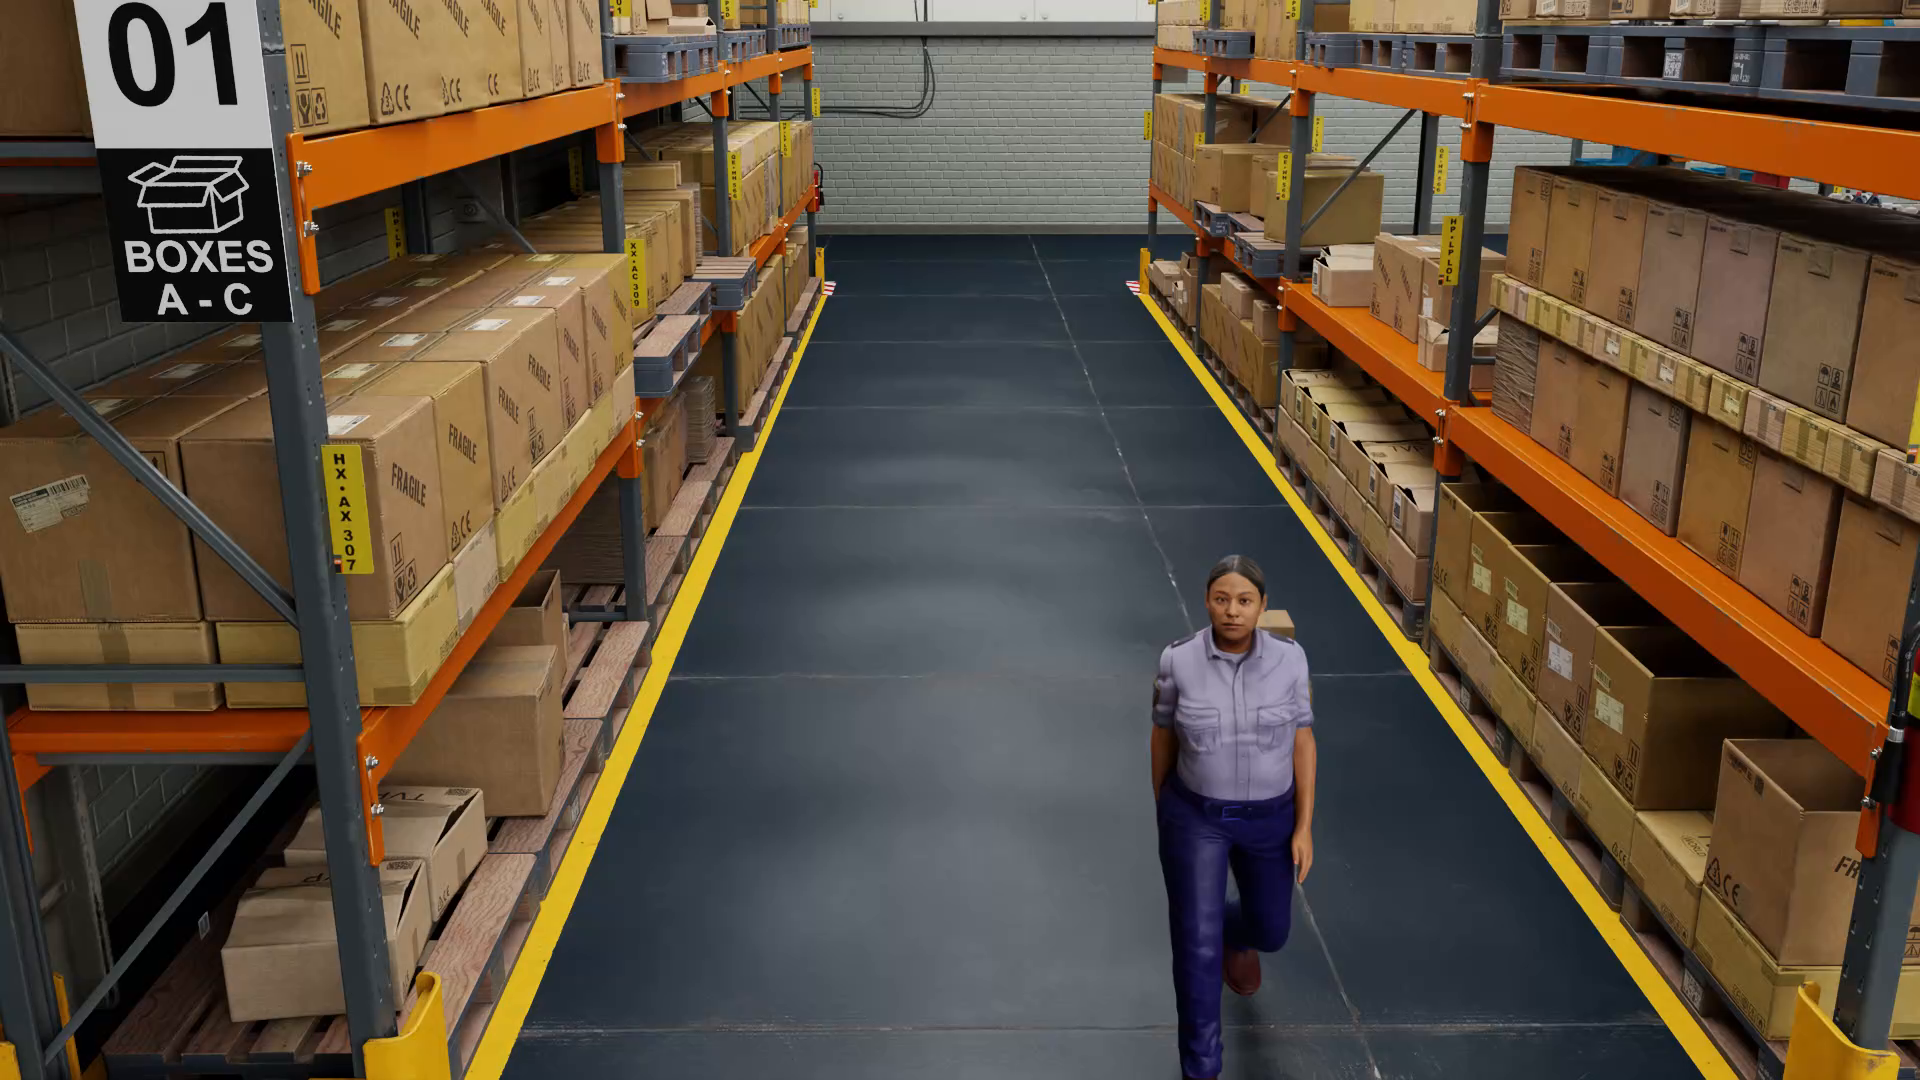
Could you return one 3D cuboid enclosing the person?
[{"bbox_3d":[0.798,0.811,4.926,0.470,1.603,0.885,0,17,0],"label":"person"}]
